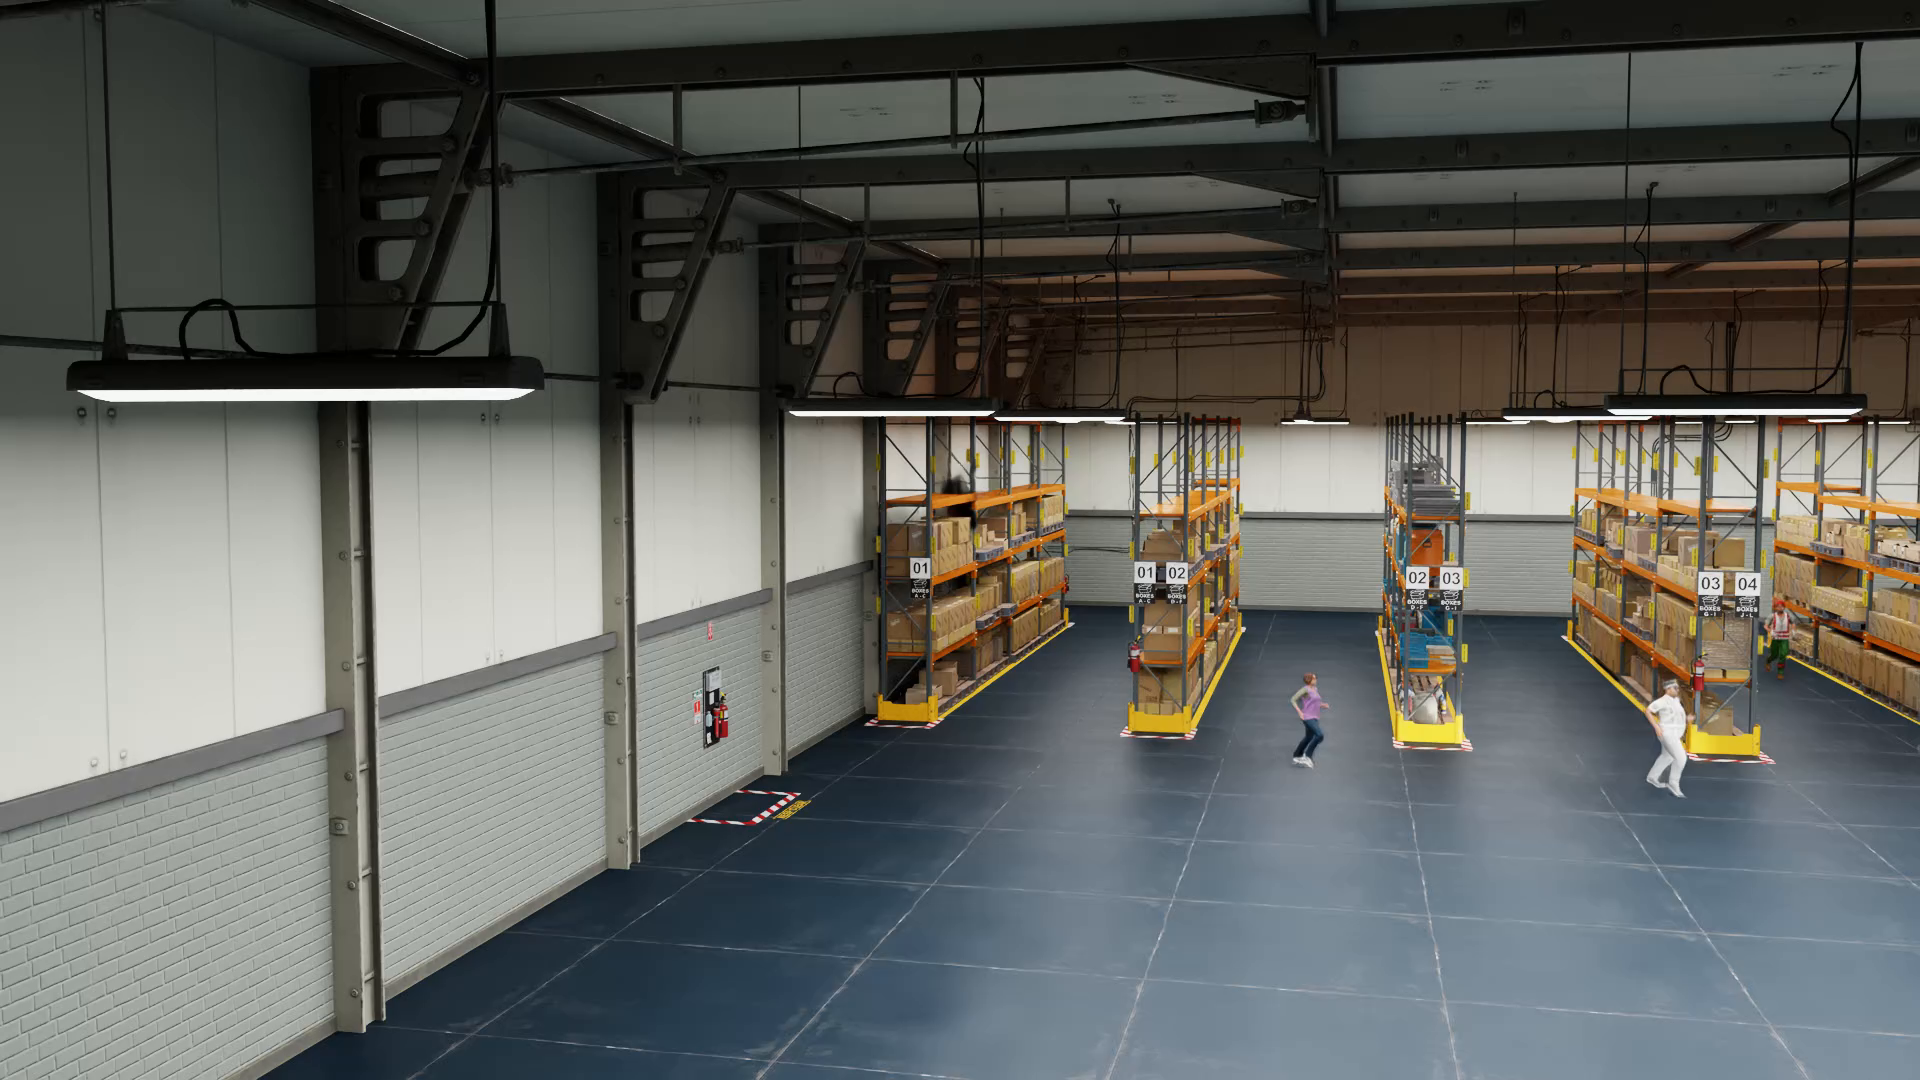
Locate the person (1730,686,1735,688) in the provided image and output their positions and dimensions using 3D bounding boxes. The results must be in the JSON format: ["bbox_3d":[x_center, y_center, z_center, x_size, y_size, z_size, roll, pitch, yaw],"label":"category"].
[{"bbox_3d":[17.004,2.394,36.775,0.591,1.736,0.683,1,4,12],"label":"person"}]

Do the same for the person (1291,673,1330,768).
[{"bbox_3d":[5.899,3.028,27.977,0.672,1.600,0.511,3,5,35],"label":"person"}]

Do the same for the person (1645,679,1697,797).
[{"bbox_3d":[11.119,3.087,26.029,0.776,1.845,0.633,4,5,42],"label":"person"}]

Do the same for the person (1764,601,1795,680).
[{"bbox_3d":[18.762,2.273,38.075,0.664,1.779,0.874,1,4,14],"label":"person"}]
